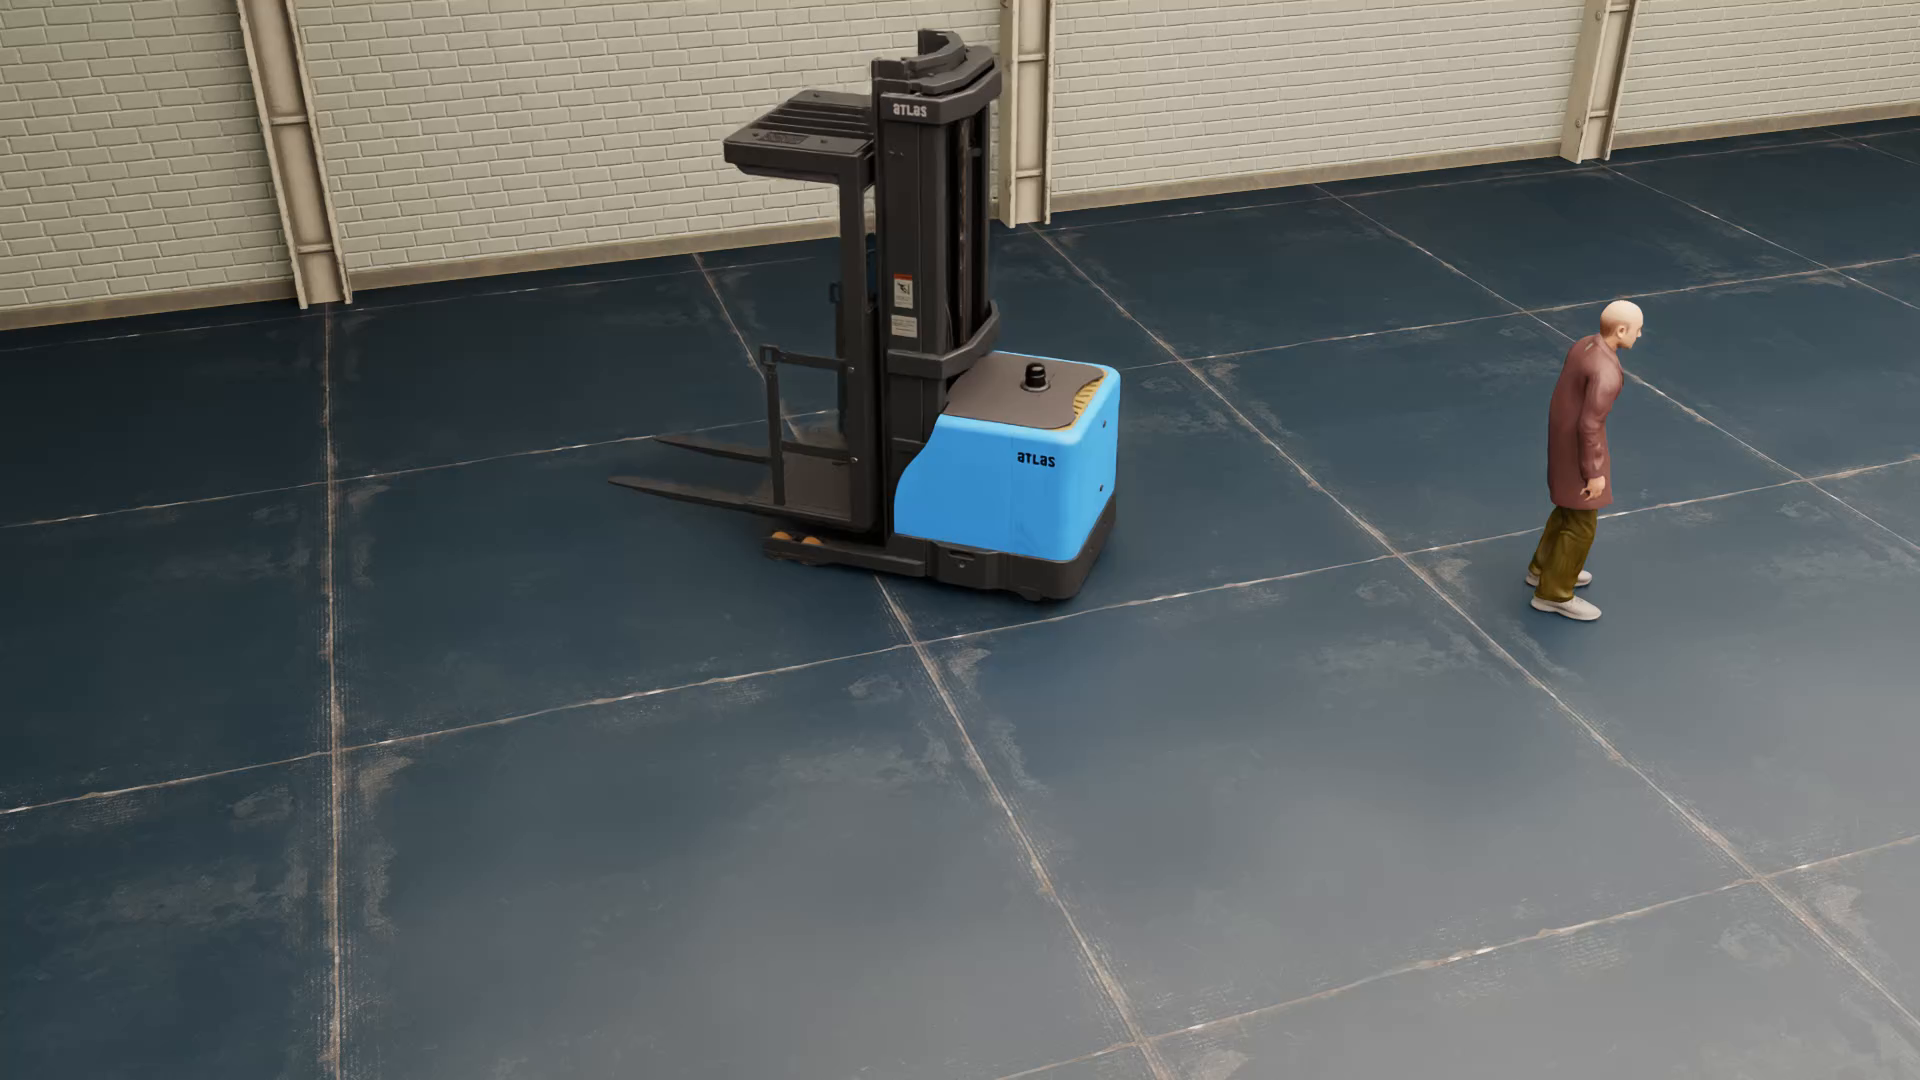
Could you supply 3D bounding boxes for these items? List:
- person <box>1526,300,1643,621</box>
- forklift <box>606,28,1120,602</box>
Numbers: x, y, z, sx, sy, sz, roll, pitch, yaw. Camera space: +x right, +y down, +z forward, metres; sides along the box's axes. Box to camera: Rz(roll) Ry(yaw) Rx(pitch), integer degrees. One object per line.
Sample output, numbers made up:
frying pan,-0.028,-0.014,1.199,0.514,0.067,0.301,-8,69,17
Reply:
person,3.397,-0.460,9.049,0.433,1.772,0.643,5,30,9
forklift,-0.636,-1.356,9.443,3.031,2.935,1.130,10,31,16
